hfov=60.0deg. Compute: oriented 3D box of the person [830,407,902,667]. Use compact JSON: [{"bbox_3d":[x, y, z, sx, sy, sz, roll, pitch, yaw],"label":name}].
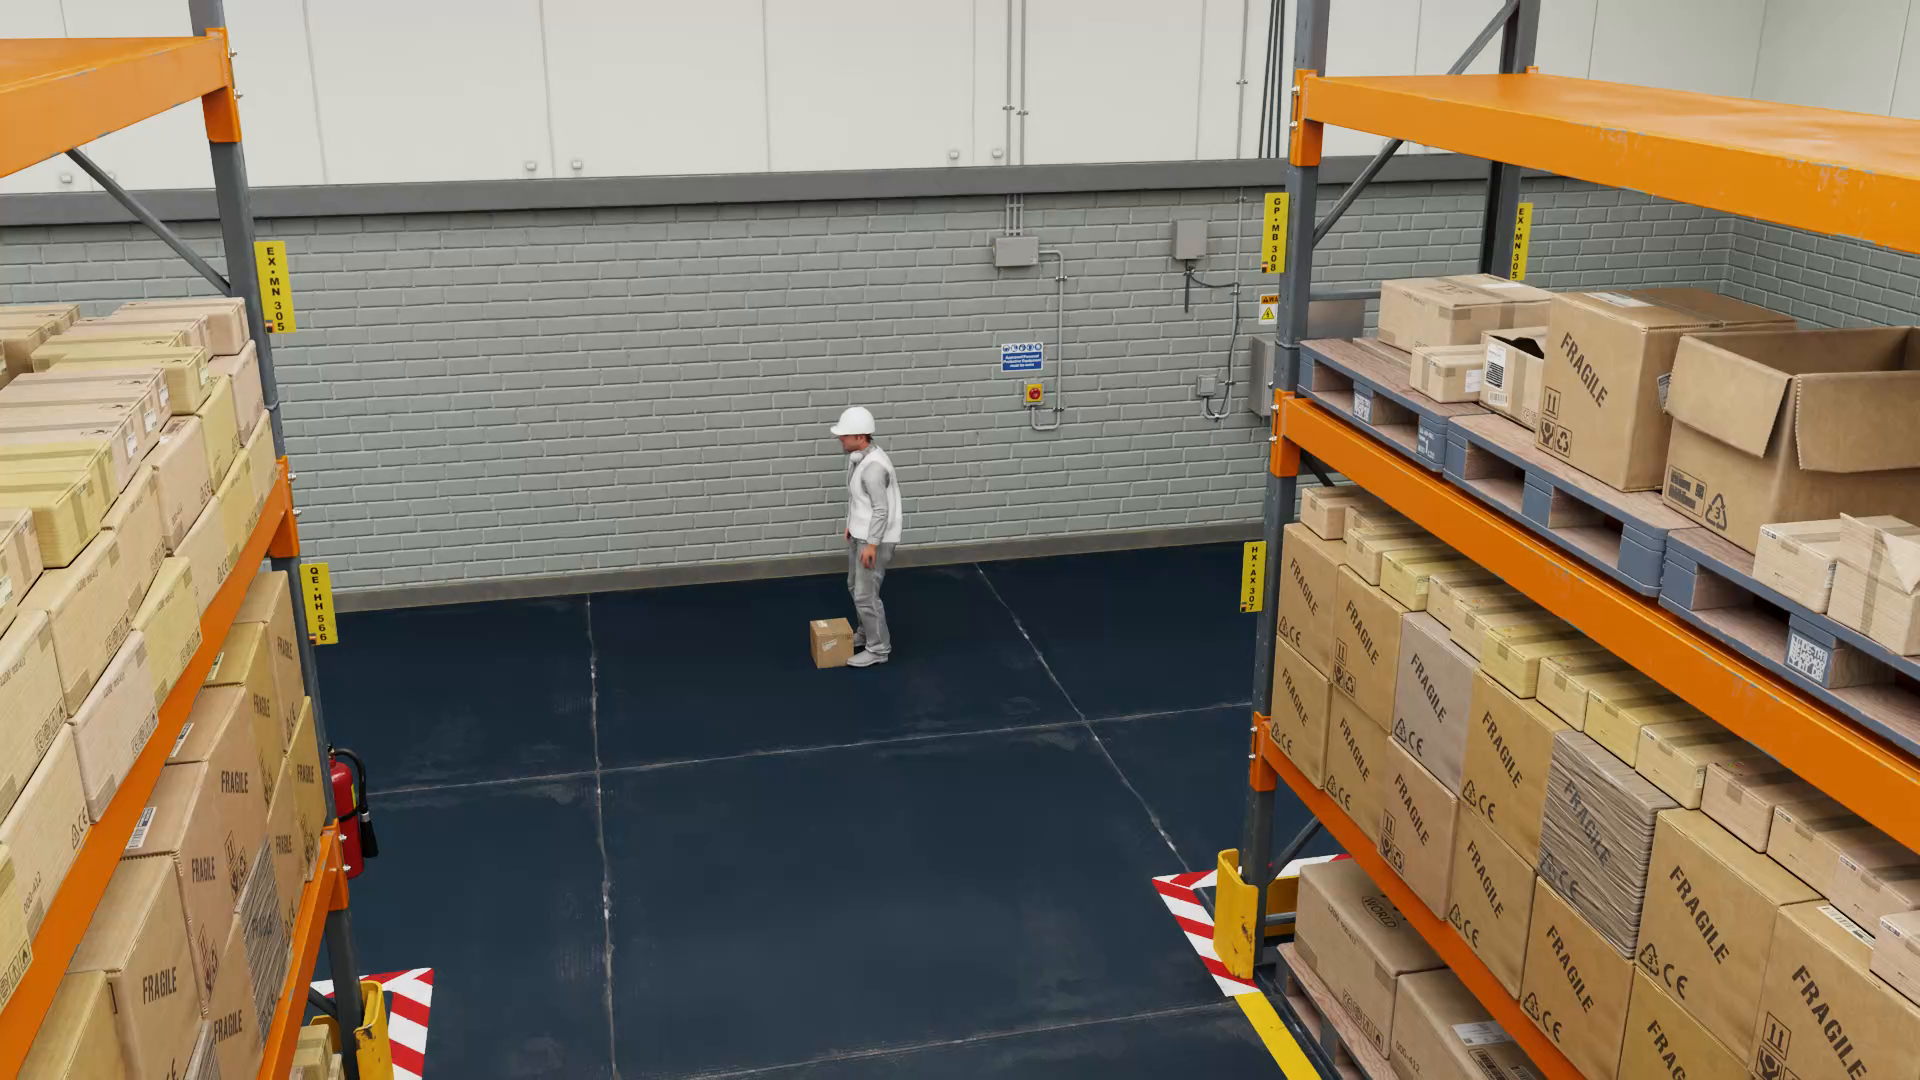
[{"bbox_3d":[-0.623,-0.036,11.131,0.461,1.772,0.589,-5,20,-14],"label":"person"}]
